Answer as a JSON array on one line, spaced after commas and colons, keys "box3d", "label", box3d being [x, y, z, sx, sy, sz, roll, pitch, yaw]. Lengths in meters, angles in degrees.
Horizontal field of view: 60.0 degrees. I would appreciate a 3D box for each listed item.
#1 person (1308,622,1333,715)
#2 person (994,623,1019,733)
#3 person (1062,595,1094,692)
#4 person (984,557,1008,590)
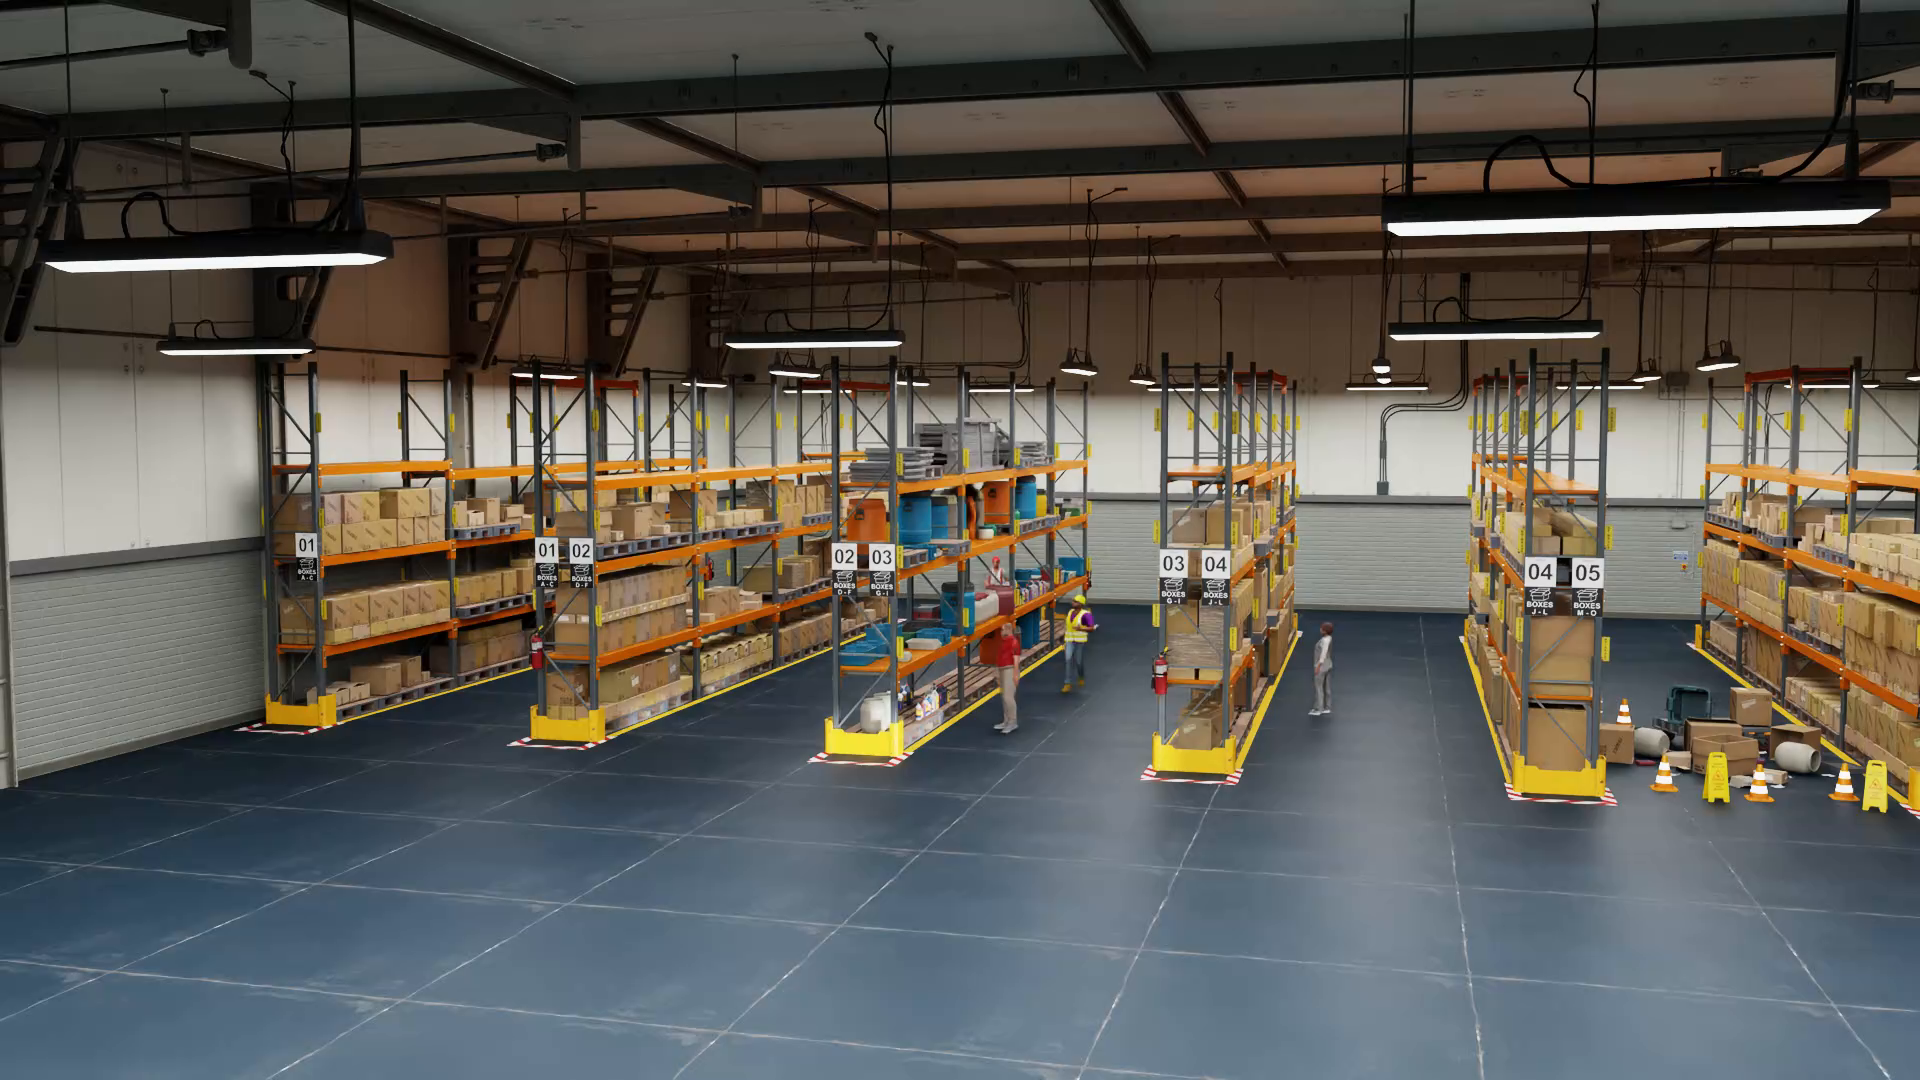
[{"box3d": [6.200, 2.202, 28.523, 0.371, 1.602, 0.483, 2, 5, 31], "label": "person"}, {"box3d": [0.760, 2.243, 27.177, 0.387, 1.775, 0.622, -1, 4, -16], "label": "person"}, {"box3d": [2.179, 1.891, 30.846, 0.654, 1.731, 1.015, 1, 4, 15], "label": "person"}, {"box3d": [0.852, 1.265, 40.376, 0.567, 1.724, 1.034, 2, 4, 21], "label": "person"}]
